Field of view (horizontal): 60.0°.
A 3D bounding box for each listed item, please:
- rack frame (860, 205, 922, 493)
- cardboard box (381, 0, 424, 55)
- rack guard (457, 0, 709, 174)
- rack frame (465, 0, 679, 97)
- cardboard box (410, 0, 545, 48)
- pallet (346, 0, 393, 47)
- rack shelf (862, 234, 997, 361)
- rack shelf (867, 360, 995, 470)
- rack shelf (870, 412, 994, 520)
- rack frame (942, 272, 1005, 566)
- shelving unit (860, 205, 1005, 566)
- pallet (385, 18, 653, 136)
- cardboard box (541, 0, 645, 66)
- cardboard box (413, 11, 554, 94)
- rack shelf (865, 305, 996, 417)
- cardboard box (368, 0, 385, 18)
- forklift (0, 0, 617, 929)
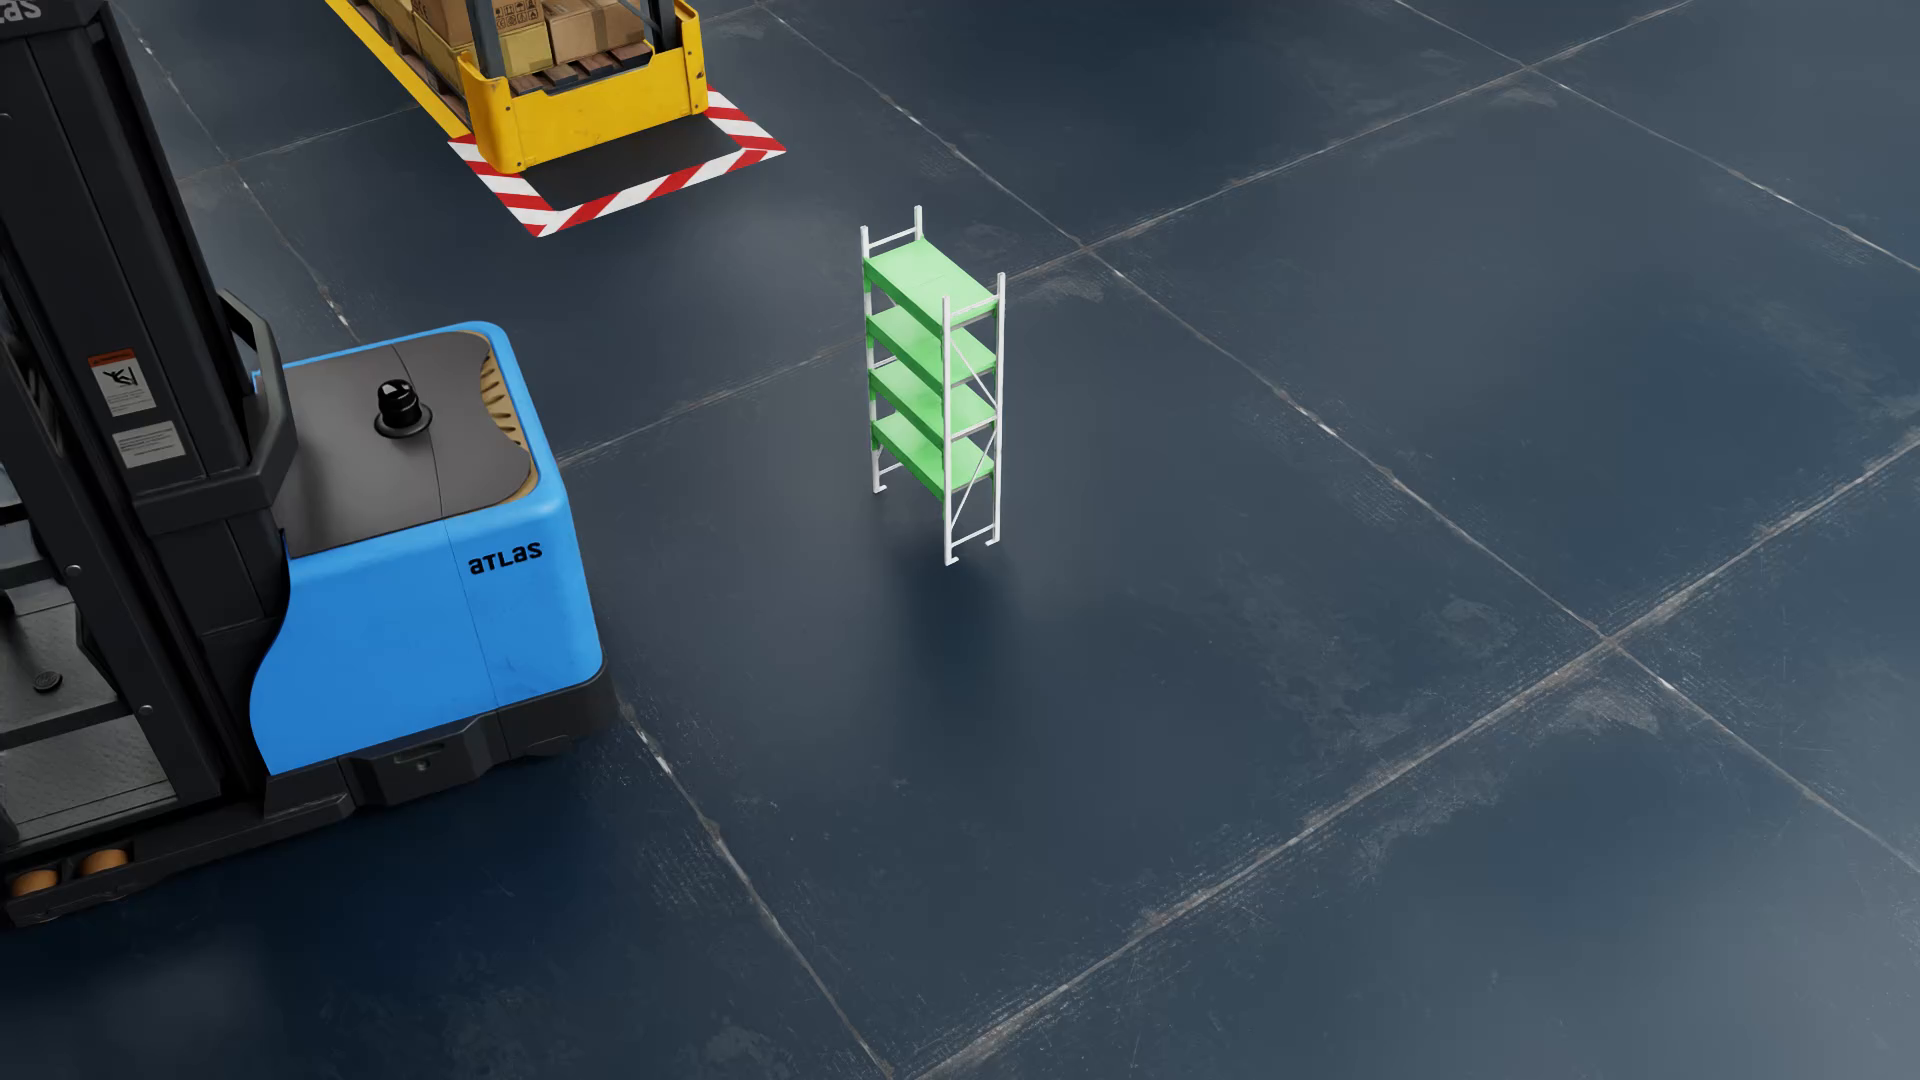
[{"bbox_3d":[-0.234,-0.666,6.079,0.240,1.200,0.015,-26,49,-24],"label":"rack frame"},{"bbox_3d":[-2.708,-2.817,8.716,0.500,0.250,0.500,-26,49,-24],"label":"cardboard box"},{"bbox_3d":[-1.850,-2.276,8.273,1.175,0.500,0.348,-26,49,-24],"label":"rack guard"},{"bbox_3d":[-1.863,-3.194,7.424,1.000,3.000,0.127,-26,49,-24],"label":"rack frame"},{"bbox_3d":[-2.414,-2.809,8.164,0.500,0.500,0.500,-26,49,-24],"label":"cardboard box"},{"bbox_3d":[-3.029,-3.293,9.546,1.003,0.211,1.213,-26,49,-24],"label":"pallet"},{"bbox_3d":[-0.095,-0.829,5.647,0.258,0.148,0.480,-26,49,-24],"label":"rack shelf"},{"bbox_3d":[-0.095,-0.482,5.978,0.258,0.148,0.480,-26,49,-24],"label":"rack shelf"},{"bbox_3d":[-0.095,-0.308,6.144,0.258,0.148,0.480,-26,49,-24],"label":"rack shelf"},{"bbox_3d":[0.045,-0.390,5.789,0.240,1.200,0.015,-26,49,-24],"label":"rack frame"},{"bbox_3d":[-0.095,-0.528,5.934,0.258,1.200,0.503,-26,49,-24],"label":"shelving unit"},{"bbox_3d":[-2.335,-2.602,8.823,1.003,0.211,1.213,-26,49,-24],"label":"pallet"},{"bbox_3d":[-1.988,-2.743,8.638,0.500,0.250,0.500,-26,49,-24],"label":"cardboard box"},{"bbox_3d":[-2.413,-2.539,8.424,0.500,0.250,0.500,-26,49,-24],"label":"cardboard box"},{"bbox_3d":[-0.095,-0.655,5.812,0.258,0.148,0.480,-26,49,-24],"label":"rack shelf"},{"bbox_3d":[-2.996,-3.099,9.012,0.500,0.250,0.500,-26,49,-24],"label":"cardboard box"},{"bbox_3d":[-2.709,-0.320,4.462,3.031,2.935,1.130,-16,46,-16],"label":"forklift"}]
